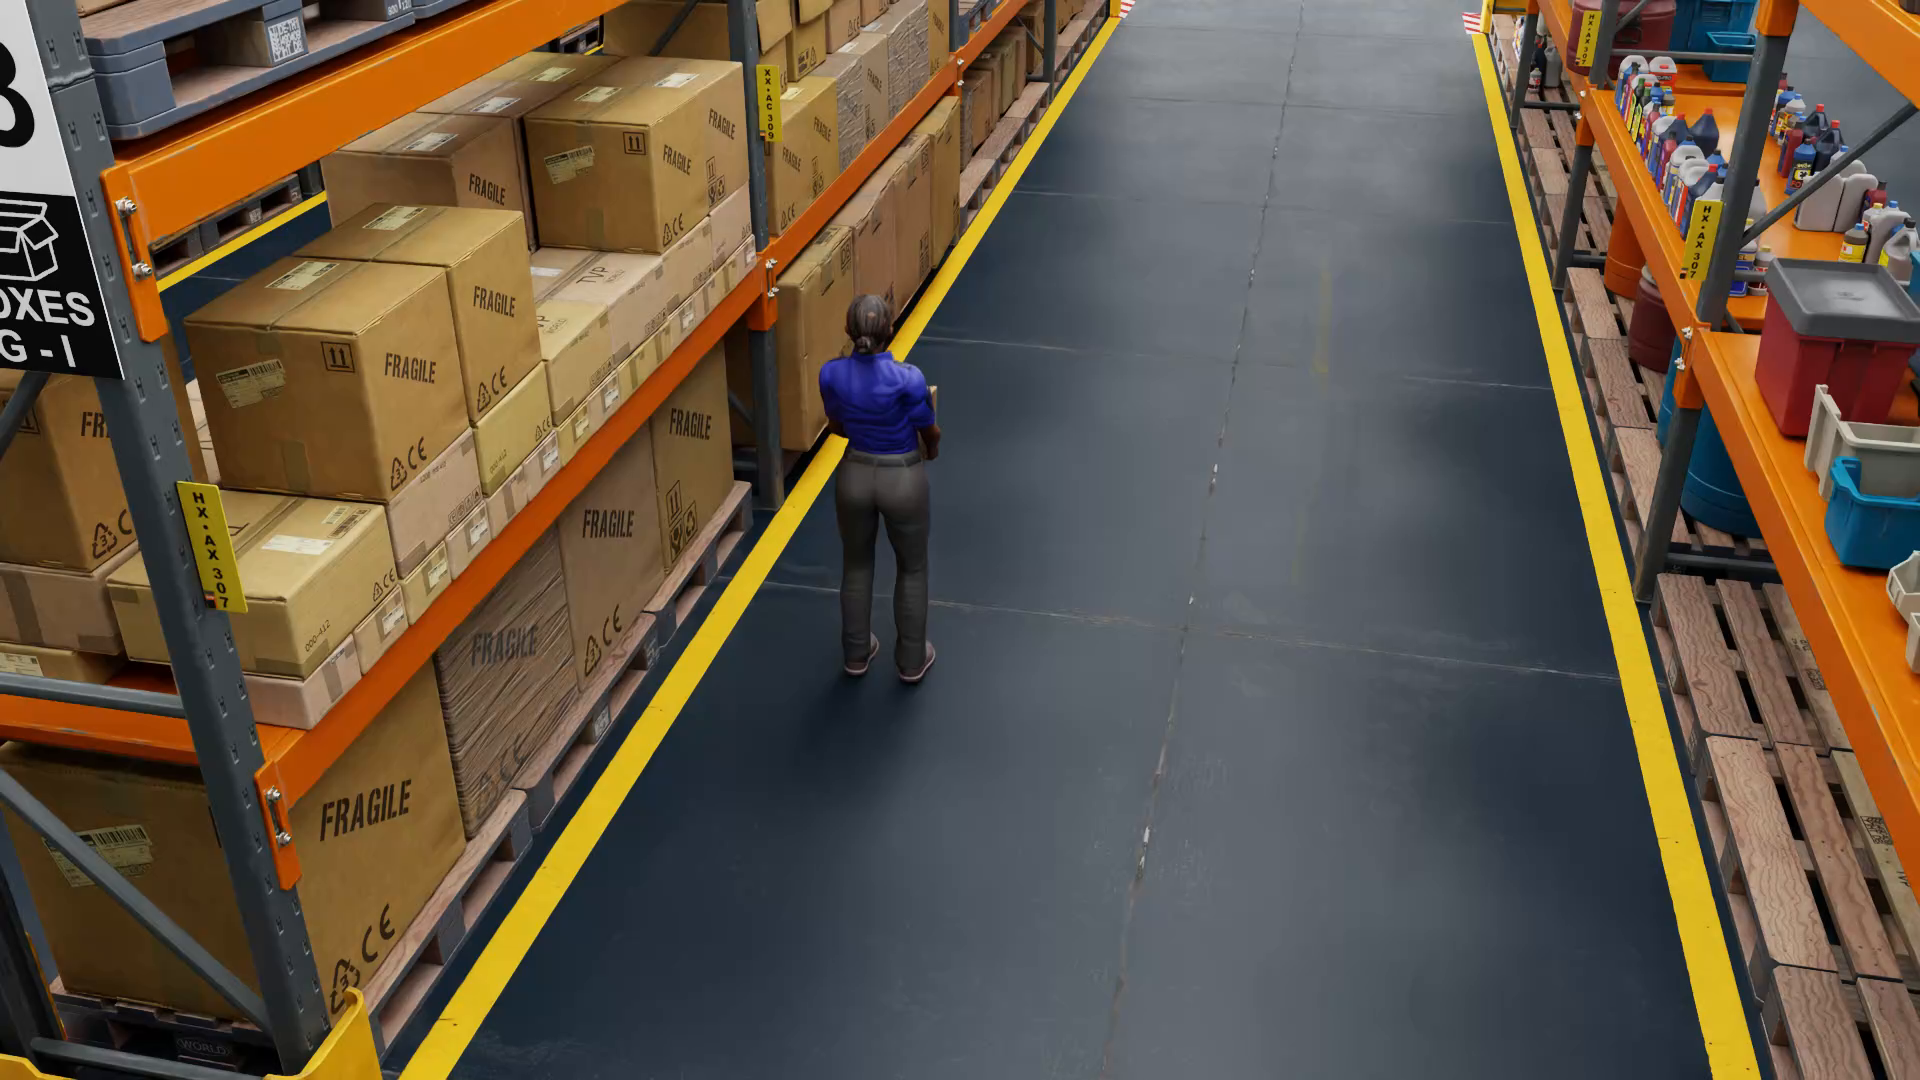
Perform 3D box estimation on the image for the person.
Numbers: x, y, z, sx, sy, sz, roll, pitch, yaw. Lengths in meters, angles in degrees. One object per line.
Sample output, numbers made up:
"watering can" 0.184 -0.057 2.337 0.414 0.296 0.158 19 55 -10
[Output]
"person" -0.284 -0.227 6.567 0.451 1.635 0.518 7 30 12
